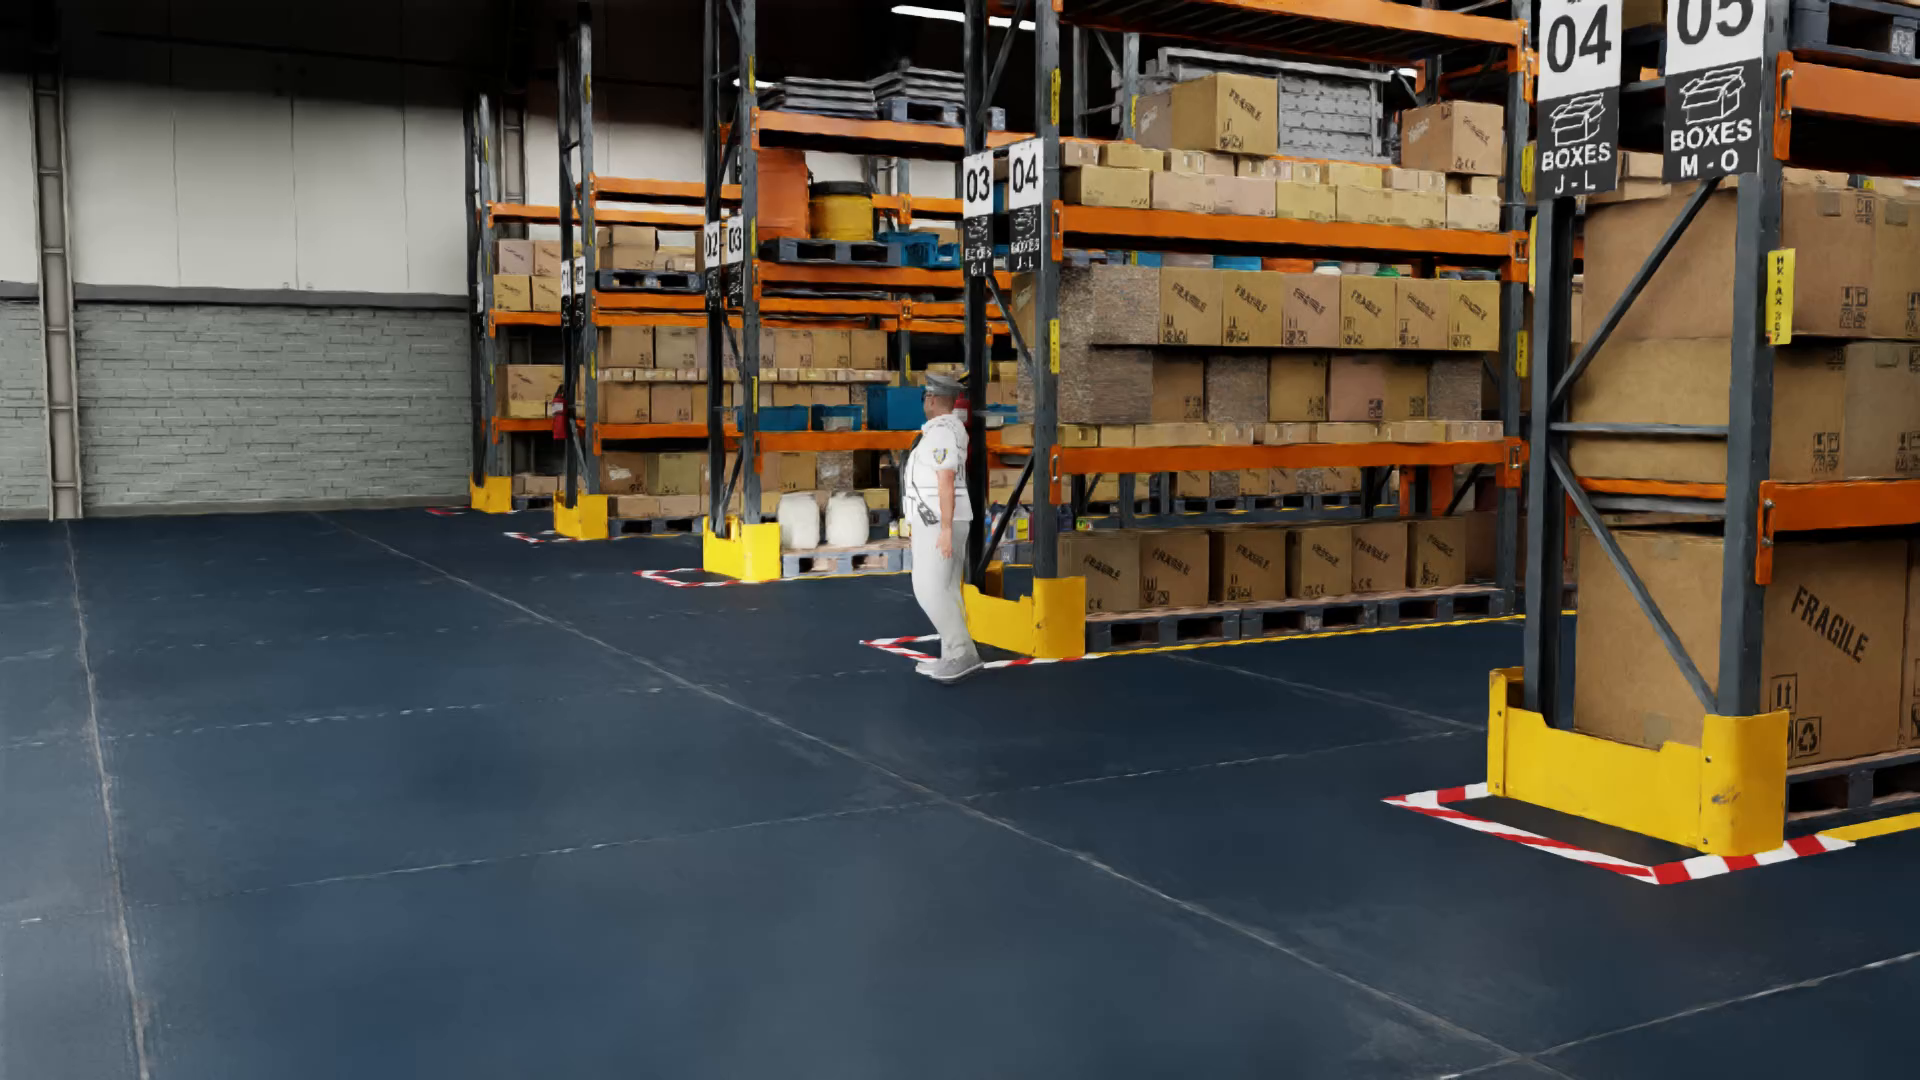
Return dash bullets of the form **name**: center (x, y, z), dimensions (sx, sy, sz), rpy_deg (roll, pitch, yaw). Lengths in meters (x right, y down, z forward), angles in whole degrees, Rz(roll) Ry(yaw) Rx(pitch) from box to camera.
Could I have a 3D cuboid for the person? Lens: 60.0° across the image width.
- **person**: center (-0.089, -0.085, 9.568), dimensions (0.501, 1.755, 0.655), rpy_deg (1, 5, 11)
